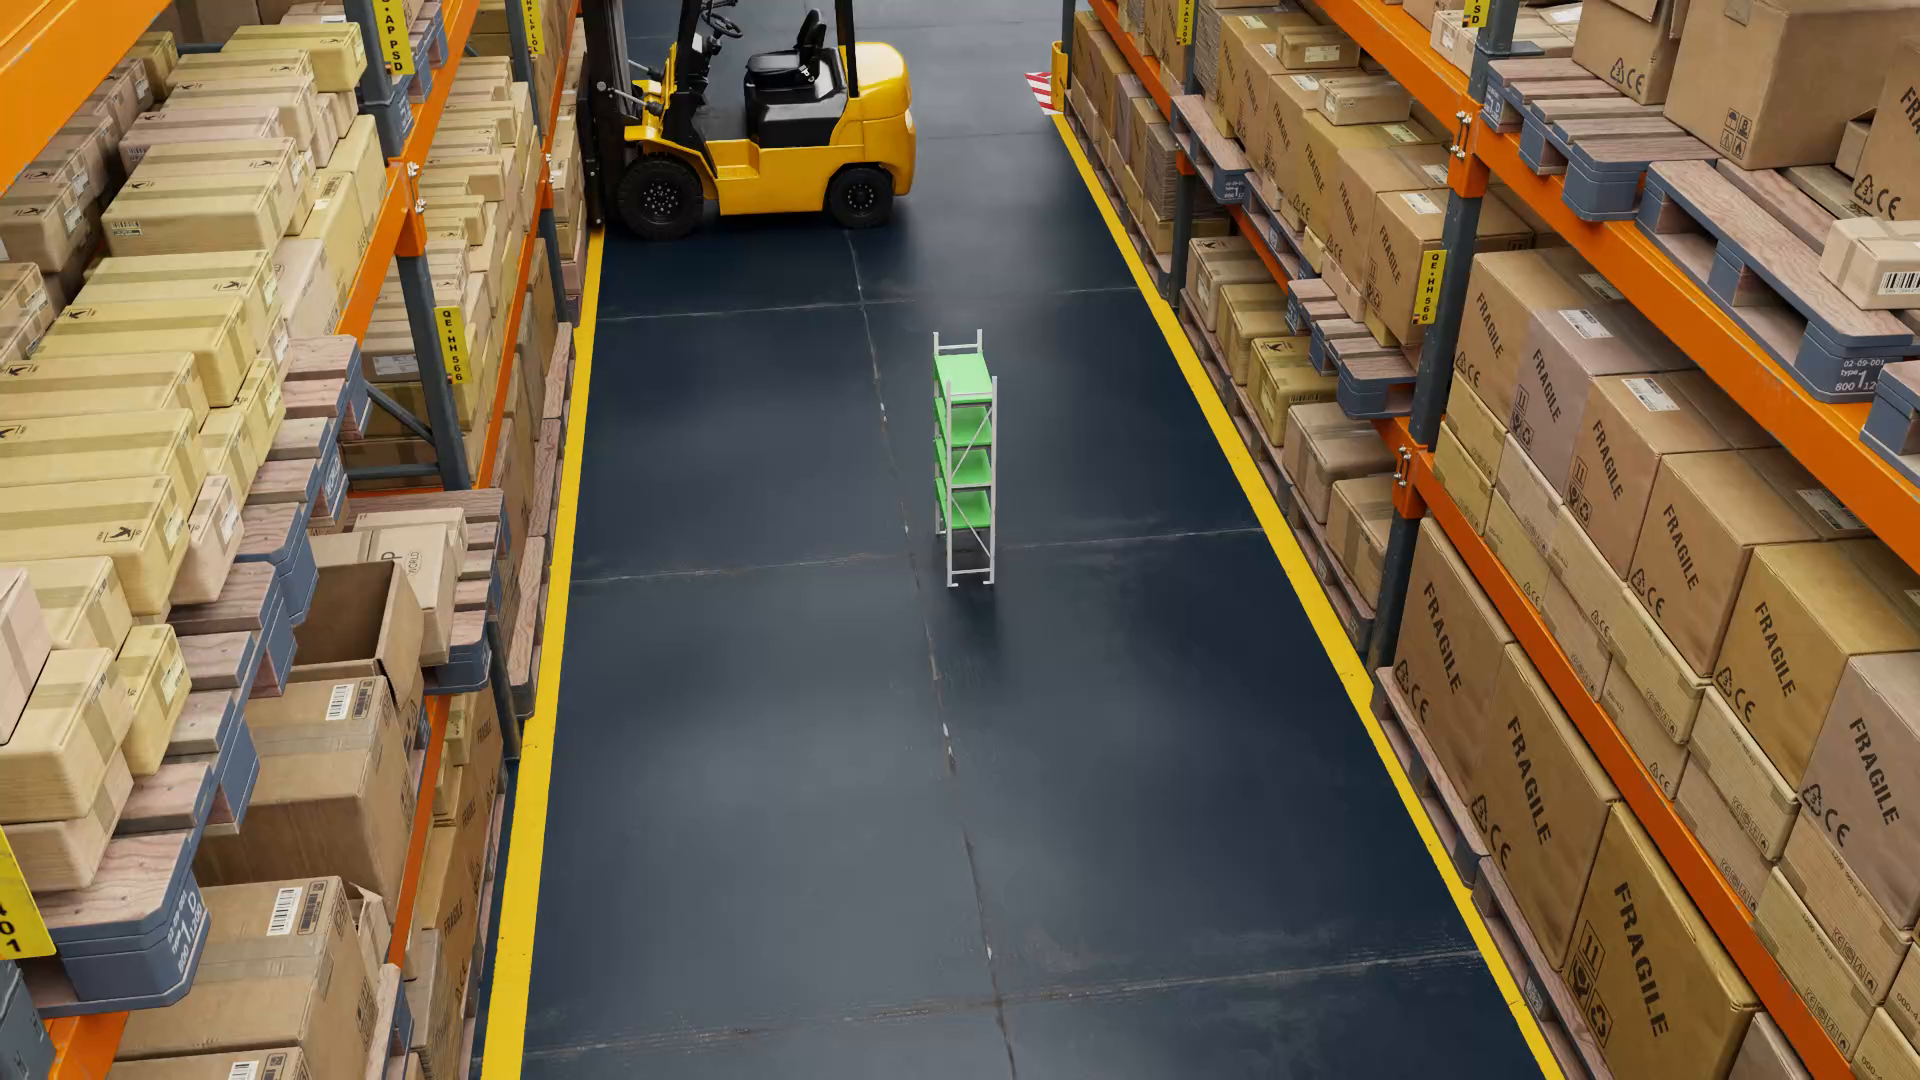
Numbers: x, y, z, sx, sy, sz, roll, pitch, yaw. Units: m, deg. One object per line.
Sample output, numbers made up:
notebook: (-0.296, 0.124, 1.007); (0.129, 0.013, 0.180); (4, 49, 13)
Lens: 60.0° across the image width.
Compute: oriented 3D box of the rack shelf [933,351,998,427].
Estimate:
rack shelf: (0.022, -0.747, 8.171); (0.258, 0.148, 0.480); (-4, 35, -6)

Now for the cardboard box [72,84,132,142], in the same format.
cardboard box: (-2.655, -1.206, 4.836); (0.380, 0.149, 0.250); (-5, 35, -7)

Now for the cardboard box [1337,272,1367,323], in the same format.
cardboard box: (1.985, -1.142, 7.742); (0.380, 0.149, 0.250); (-5, 35, -7)

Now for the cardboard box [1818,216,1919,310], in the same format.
cardboard box: (2.583, -0.754, 4.493); (0.380, 0.166, 0.250); (-2, 34, -2)

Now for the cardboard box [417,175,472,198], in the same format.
cardboard box: (-2.536, -1.615, 7.920); (0.380, 0.149, 0.250); (-4, 35, -6)

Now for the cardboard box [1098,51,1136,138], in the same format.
cardboard box: (1.344, -3.381, 12.580); (0.500, 0.500, 0.500); (-4, 34, -5)

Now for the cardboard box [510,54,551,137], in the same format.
cardboard box: (-2.809, -2.789, 10.219); (0.500, 0.500, 0.500); (-5, 35, -8)

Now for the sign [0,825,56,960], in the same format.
sign: (-1.395, 0.485, 2.380); (0.100, 0.325, 0.005); (-4, 35, -6)

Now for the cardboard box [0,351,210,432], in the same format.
cardboard box: (-1.789, -0.258, 3.427); (0.380, 0.149, 0.250); (-4, 34, -6)

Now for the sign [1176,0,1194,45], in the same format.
sign: (1.373, -3.171, 10.099); (0.100, 0.325, 0.005); (-4, 35, -6)

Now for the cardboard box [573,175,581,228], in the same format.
cardboard box: (-2.837, -2.298, 11.213); (0.500, 0.250, 0.500); (-5, 35, -7)

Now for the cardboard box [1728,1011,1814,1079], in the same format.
cardboard box: (2.823, 1.970, 4.837); (0.875, 0.875, 0.875); (-3, 34, -5)

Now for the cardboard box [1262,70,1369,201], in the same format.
cardboard box: (1.890, -2.071, 8.528); (0.500, 0.500, 0.500); (-6, 35, -8)

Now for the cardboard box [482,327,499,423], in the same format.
cardboard box: (-2.350, -0.733, 7.424); (0.500, 0.250, 0.500); (-5, 35, -7)

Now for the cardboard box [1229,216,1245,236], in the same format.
cardboard box: (2.098, -2.245, 11.579); (0.500, 0.250, 0.500); (-6, 35, -9)

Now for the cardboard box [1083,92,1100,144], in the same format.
cardboard box: (1.268, -3.371, 13.231); (0.500, 0.250, 0.500); (-3, 34, -5)

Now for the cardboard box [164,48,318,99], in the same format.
cardboard box: (-2.200, -1.389, 5.105); (0.380, 0.149, 0.250); (-5, 35, -8)

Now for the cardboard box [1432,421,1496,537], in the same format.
cardboard box: (2.265, -0.272, 6.748); (0.500, 0.250, 0.500); (-5, 35, -7)

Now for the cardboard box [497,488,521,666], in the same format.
cardboard box: (-2.540, 0.210, 7.642); (0.875, 0.625, 0.625); (-3, 34, -5)

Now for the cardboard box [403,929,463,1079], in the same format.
cardboard box: (-1.982, 1.691, 5.580); (0.500, 0.500, 0.500); (-6, 35, -8)

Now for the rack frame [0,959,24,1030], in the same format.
rack frame: (-1.932, -0.495, 1.614); (1.000, 3.000, 0.127); (-4, 35, -6)

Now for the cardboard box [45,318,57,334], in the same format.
cardboard box: (-2.302, -0.389, 3.884); (0.380, 0.149, 0.250); (-4, 34, -6)

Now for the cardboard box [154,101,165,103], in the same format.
cardboard box: (-2.658, -1.369, 5.339); (0.380, 0.149, 0.250); (-4, 34, -6)

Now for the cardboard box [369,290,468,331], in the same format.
cardboard box: (-2.258, -0.907, 6.881); (0.380, 0.149, 0.250); (-4, 34, -5)

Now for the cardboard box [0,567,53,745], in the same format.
cardboard box: (-1.627, 0.145, 2.469); (0.396, 0.266, 0.258); (-5, 35, -7)

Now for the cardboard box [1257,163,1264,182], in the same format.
cardboard box: (1.835, -2.019, 9.027); (0.380, 0.149, 0.250); (-4, 34, -6)

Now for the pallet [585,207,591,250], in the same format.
pallet: (-3.241, -2.457, 12.297); (1.003, 0.211, 1.213); (-4, 35, -6)

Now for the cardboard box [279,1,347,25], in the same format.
cardboard box: (-2.216, -1.824, 5.973); (0.380, 0.166, 0.250); (-4, 35, -6)

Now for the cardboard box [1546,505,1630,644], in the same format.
cardboard box: (2.395, 0.098, 5.760); (0.500, 0.250, 0.500); (-4, 35, -7)

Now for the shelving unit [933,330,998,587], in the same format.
shelving unit: (0.022, -0.403, 8.405); (0.258, 1.200, 0.503); (-4, 35, -6)

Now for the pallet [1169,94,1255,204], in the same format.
pallet: (1.869, -2.342, 9.821); (1.003, 0.211, 1.213); (-4, 35, -6)

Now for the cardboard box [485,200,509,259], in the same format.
cardboard box: (-2.500, -1.515, 8.127); (0.500, 0.250, 0.500); (-4, 34, -6)

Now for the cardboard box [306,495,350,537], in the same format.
cardboard box: (-2.556, -0.164, 5.994); (0.500, 0.500, 0.500); (-3, 34, -4)

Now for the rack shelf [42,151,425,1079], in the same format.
rack shelf: (-2.201, -0.074, 4.299); (1.077, 0.370, 4.000); (-4, 35, -6)

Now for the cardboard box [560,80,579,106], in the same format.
cardboard box: (-2.962, -3.081, 11.917); (0.500, 0.250, 0.500); (-5, 35, -7)

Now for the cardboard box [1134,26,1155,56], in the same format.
cardboard box: (1.425, -3.478, 11.541); (0.380, 0.149, 0.250); (-5, 35, -7)

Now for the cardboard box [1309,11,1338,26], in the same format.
cardboard box: (2.268, -2.679, 9.421); (0.500, 0.500, 0.500); (-4, 34, -6)

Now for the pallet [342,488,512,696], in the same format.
pallet: (-2.309, 0.204, 6.086); (1.213, 0.211, 1.003); (-4, 35, -6)

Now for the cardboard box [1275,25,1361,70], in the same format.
cardboard box: (1.871, -2.577, 8.694); (0.380, 0.149, 0.250); (-3, 34, -4)

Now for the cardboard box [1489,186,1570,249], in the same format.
cardboard box: (2.617, -1.233, 7.298); (0.500, 0.500, 0.500); (-5, 35, -8)

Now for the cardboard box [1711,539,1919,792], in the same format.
cardboard box: (2.551, 0.349, 4.727); (0.500, 0.500, 0.500); (-3, 34, -5)

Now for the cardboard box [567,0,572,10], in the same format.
cardboard box: (-3.159, -4.209, 12.302); (0.500, 0.500, 0.500); (-3, 34, -5)

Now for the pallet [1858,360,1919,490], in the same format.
pallet: (2.814, -0.062, 3.813); (0.805, 0.209, 1.217); (-6, 35, -8)

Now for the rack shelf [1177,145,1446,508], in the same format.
rack shelf: (2.179, -1.445, 8.974); (1.077, 0.370, 4.000); (-4, 35, -6)

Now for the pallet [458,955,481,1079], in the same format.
pallet: (-2.246, 2.003, 5.752); (1.003, 0.211, 1.213); (-4, 35, -6)

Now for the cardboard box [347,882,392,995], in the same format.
cardboard box: (-1.739, 1.062, 4.404); (0.396, 0.266, 0.258); (-3, 34, -4)

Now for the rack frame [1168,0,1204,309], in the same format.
rack frame: (1.910, -2.858, 10.409); (1.000, 3.000, 0.127); (-4, 35, -6)

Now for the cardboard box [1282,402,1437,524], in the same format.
cardboard box: (2.275, -0.441, 8.823); (0.950, 0.372, 0.625); (-5, 35, -7)

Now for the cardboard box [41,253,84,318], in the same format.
cardboard box: (-2.515, -0.657, 4.294); (0.380, 0.149, 0.250); (-5, 35, -7)

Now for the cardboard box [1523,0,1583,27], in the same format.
cardboard box: (2.540, -2.141, 6.813); (0.396, 0.266, 0.258); (-4, 35, -6)

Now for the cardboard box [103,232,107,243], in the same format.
cardboard box: (-2.097, -0.838, 4.560); (0.380, 0.149, 0.250); (-4, 34, -6)

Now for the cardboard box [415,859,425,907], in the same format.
cardboard box: (-2.069, 1.190, 5.740); (0.380, 0.149, 0.250); (-5, 35, -7)

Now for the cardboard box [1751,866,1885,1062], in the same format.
cardboard box: (2.608, 1.152, 4.657); (0.500, 0.250, 0.500); (-5, 35, -7)

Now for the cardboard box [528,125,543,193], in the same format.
cardboard box: (-2.681, -2.157, 9.513); (0.500, 0.250, 0.500); (-4, 34, -5)

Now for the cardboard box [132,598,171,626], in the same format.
cardboard box: (-1.710, 0.155, 3.085); (0.380, 0.149, 0.250); (-4, 34, -6)

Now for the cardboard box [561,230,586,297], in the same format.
cardboard box: (-2.745, -1.813, 10.944); (0.500, 0.250, 0.500); (-4, 34, -6)

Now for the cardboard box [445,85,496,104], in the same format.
cardboard box: (-2.709, -2.333, 8.973); (0.380, 0.149, 0.250); (-4, 35, -6)
